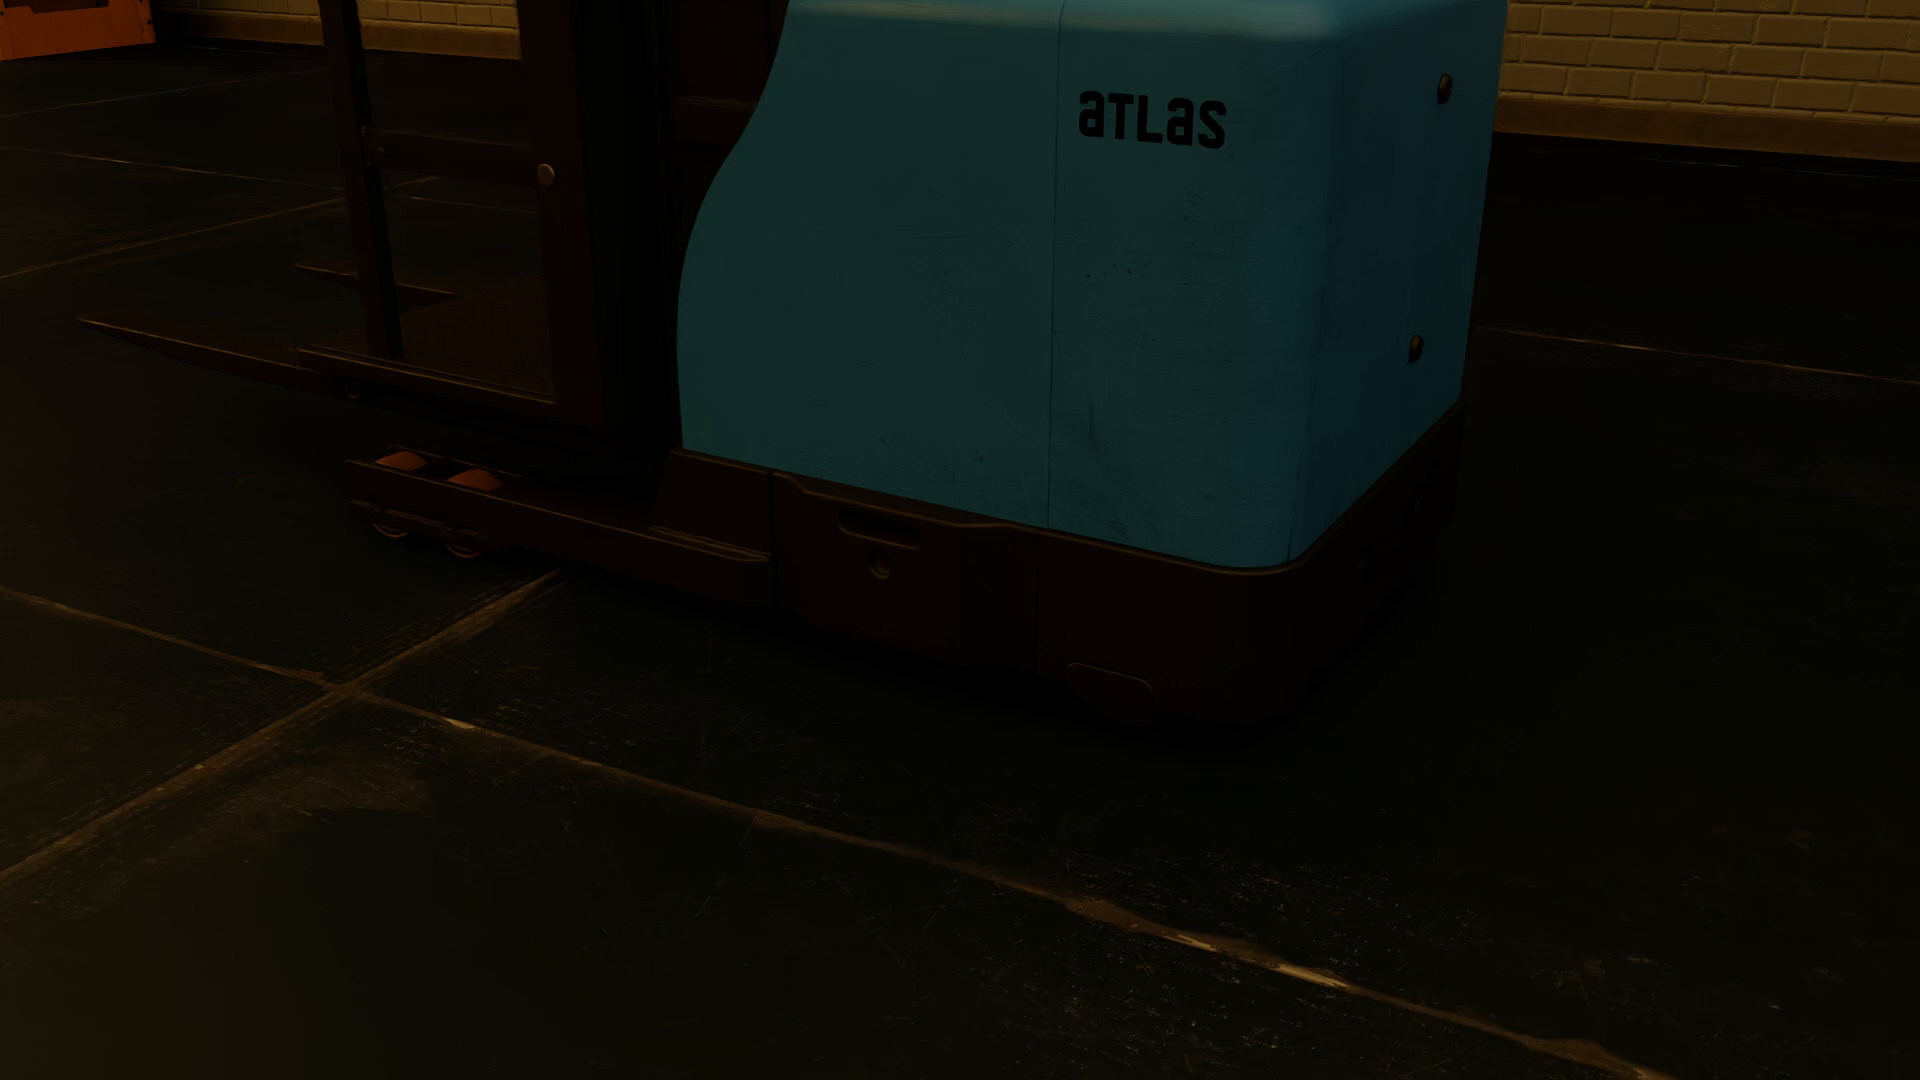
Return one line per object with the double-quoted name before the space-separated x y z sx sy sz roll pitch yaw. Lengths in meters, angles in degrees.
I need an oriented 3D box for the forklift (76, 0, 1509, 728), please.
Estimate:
"forklift" -0.596 -1.477 2.957 3.031 2.935 1.130 13 26 28
